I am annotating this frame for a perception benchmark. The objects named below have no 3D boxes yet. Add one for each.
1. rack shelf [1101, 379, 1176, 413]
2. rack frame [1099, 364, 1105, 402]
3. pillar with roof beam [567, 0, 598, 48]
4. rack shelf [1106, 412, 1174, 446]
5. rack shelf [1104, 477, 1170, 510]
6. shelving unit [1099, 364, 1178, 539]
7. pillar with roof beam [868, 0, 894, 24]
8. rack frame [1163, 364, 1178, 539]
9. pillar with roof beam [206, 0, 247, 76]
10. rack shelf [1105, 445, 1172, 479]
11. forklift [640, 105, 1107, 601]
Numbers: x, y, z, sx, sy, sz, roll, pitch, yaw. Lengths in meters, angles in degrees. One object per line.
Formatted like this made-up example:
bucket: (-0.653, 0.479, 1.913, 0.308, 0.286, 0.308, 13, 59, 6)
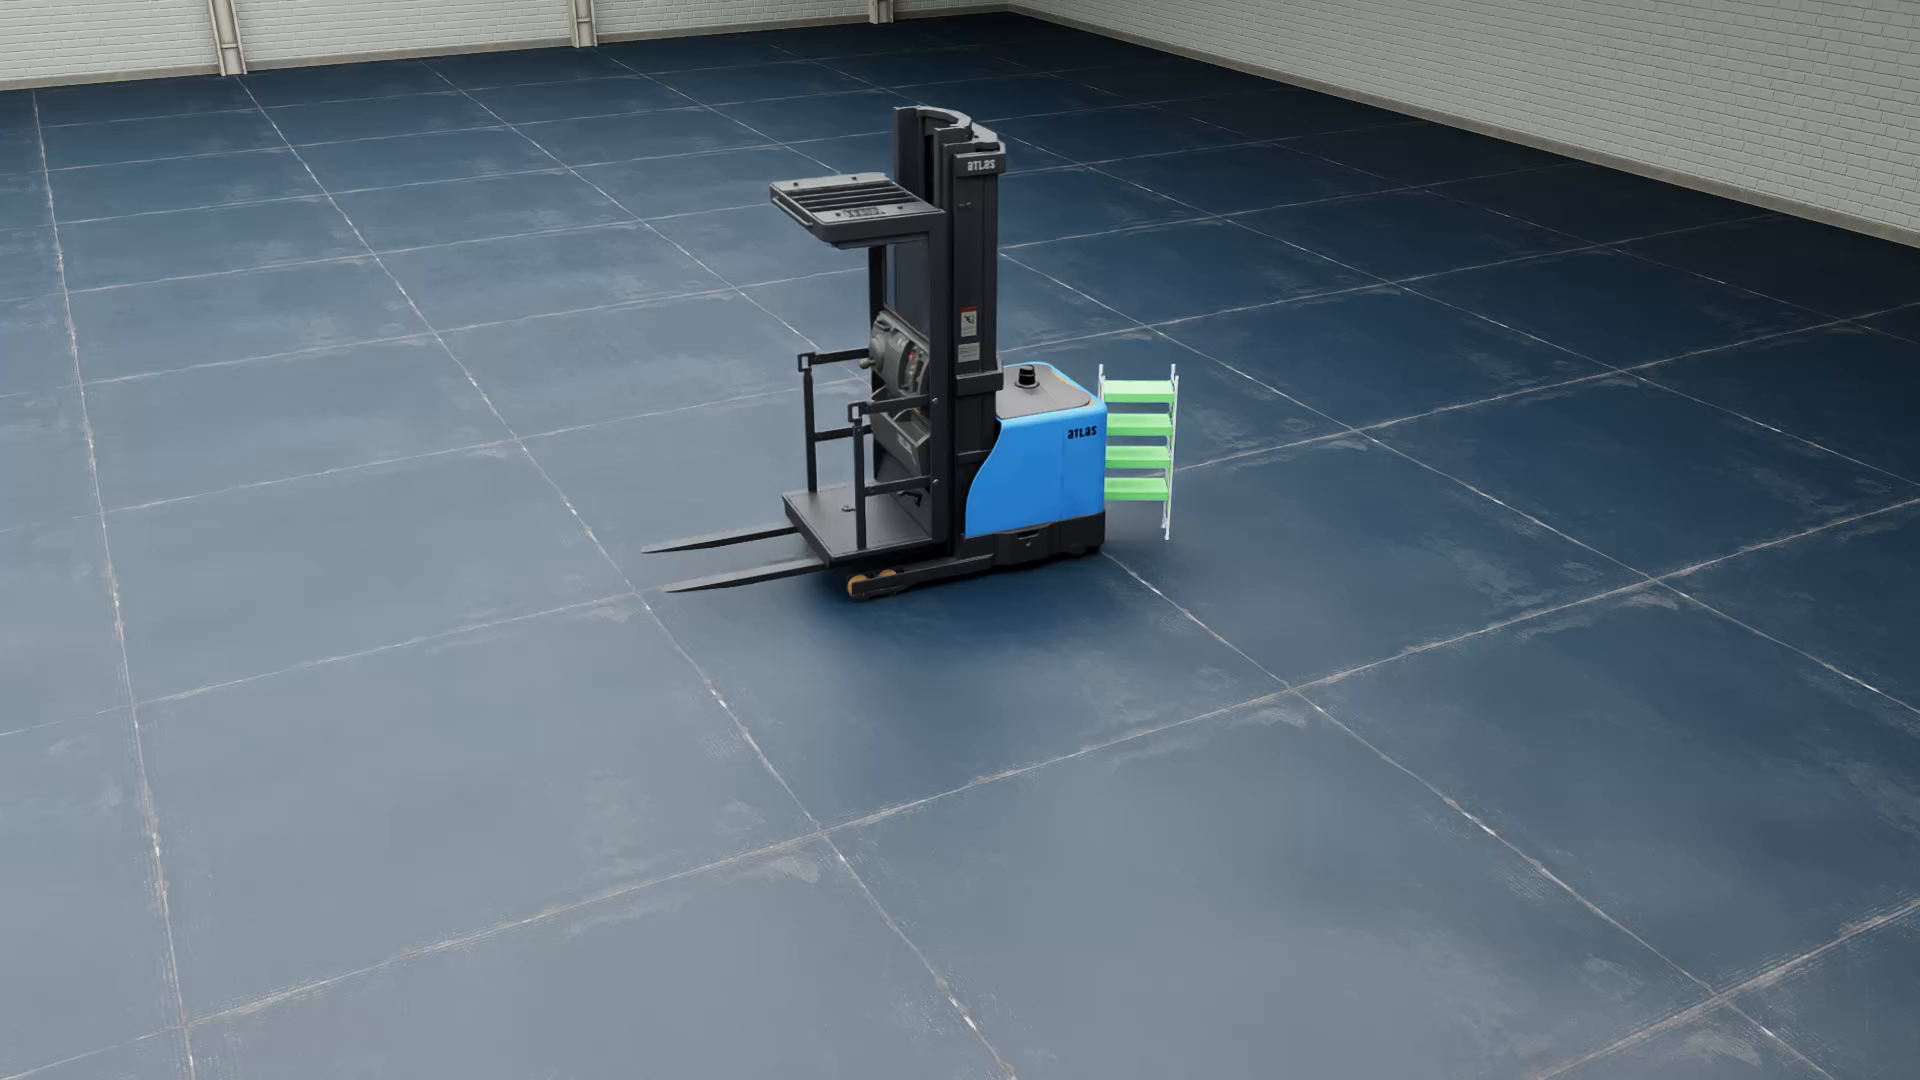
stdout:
rack shelf: (1.199, -0.973, 11.231, 0.480, 0.148, 0.258, 0, 26, 0)
rack frame: (0.955, -0.599, 11.413, 0.015, 1.200, 0.240, 0, 26, 0)
pillar with roof beam: (-4.827, -11.437, 24.977, 0.400, 9.000, 9.100, -13, 29, -25)
rack shelf: (1.199, -0.757, 11.335, 0.480, 0.148, 0.258, 0, 26, 0)
rack shelf: (1.199, -0.324, 11.543, 0.480, 0.148, 0.258, 0, 26, 0)
shelving unit: (1.199, -0.598, 11.412, 0.503, 1.200, 0.258, 0, 26, 0)
pillar with roof beam: (0.467, -12.659, 27.522, 0.400, 9.000, 9.100, -13, 29, -25)
rack frame: (1.443, -0.597, 11.410, 0.015, 1.200, 0.240, 0, 26, 0)
pillar with roof beam: (-10.121, -10.215, 22.432, 0.400, 9.000, 9.100, -13, 29, -25)
rack shelf: (1.199, -0.541, 11.439, 0.480, 0.148, 0.258, 0, 26, 0)
forklift: (-0.578, -1.185, 10.634, 3.031, 2.935, 1.130, -10, 28, -21)
